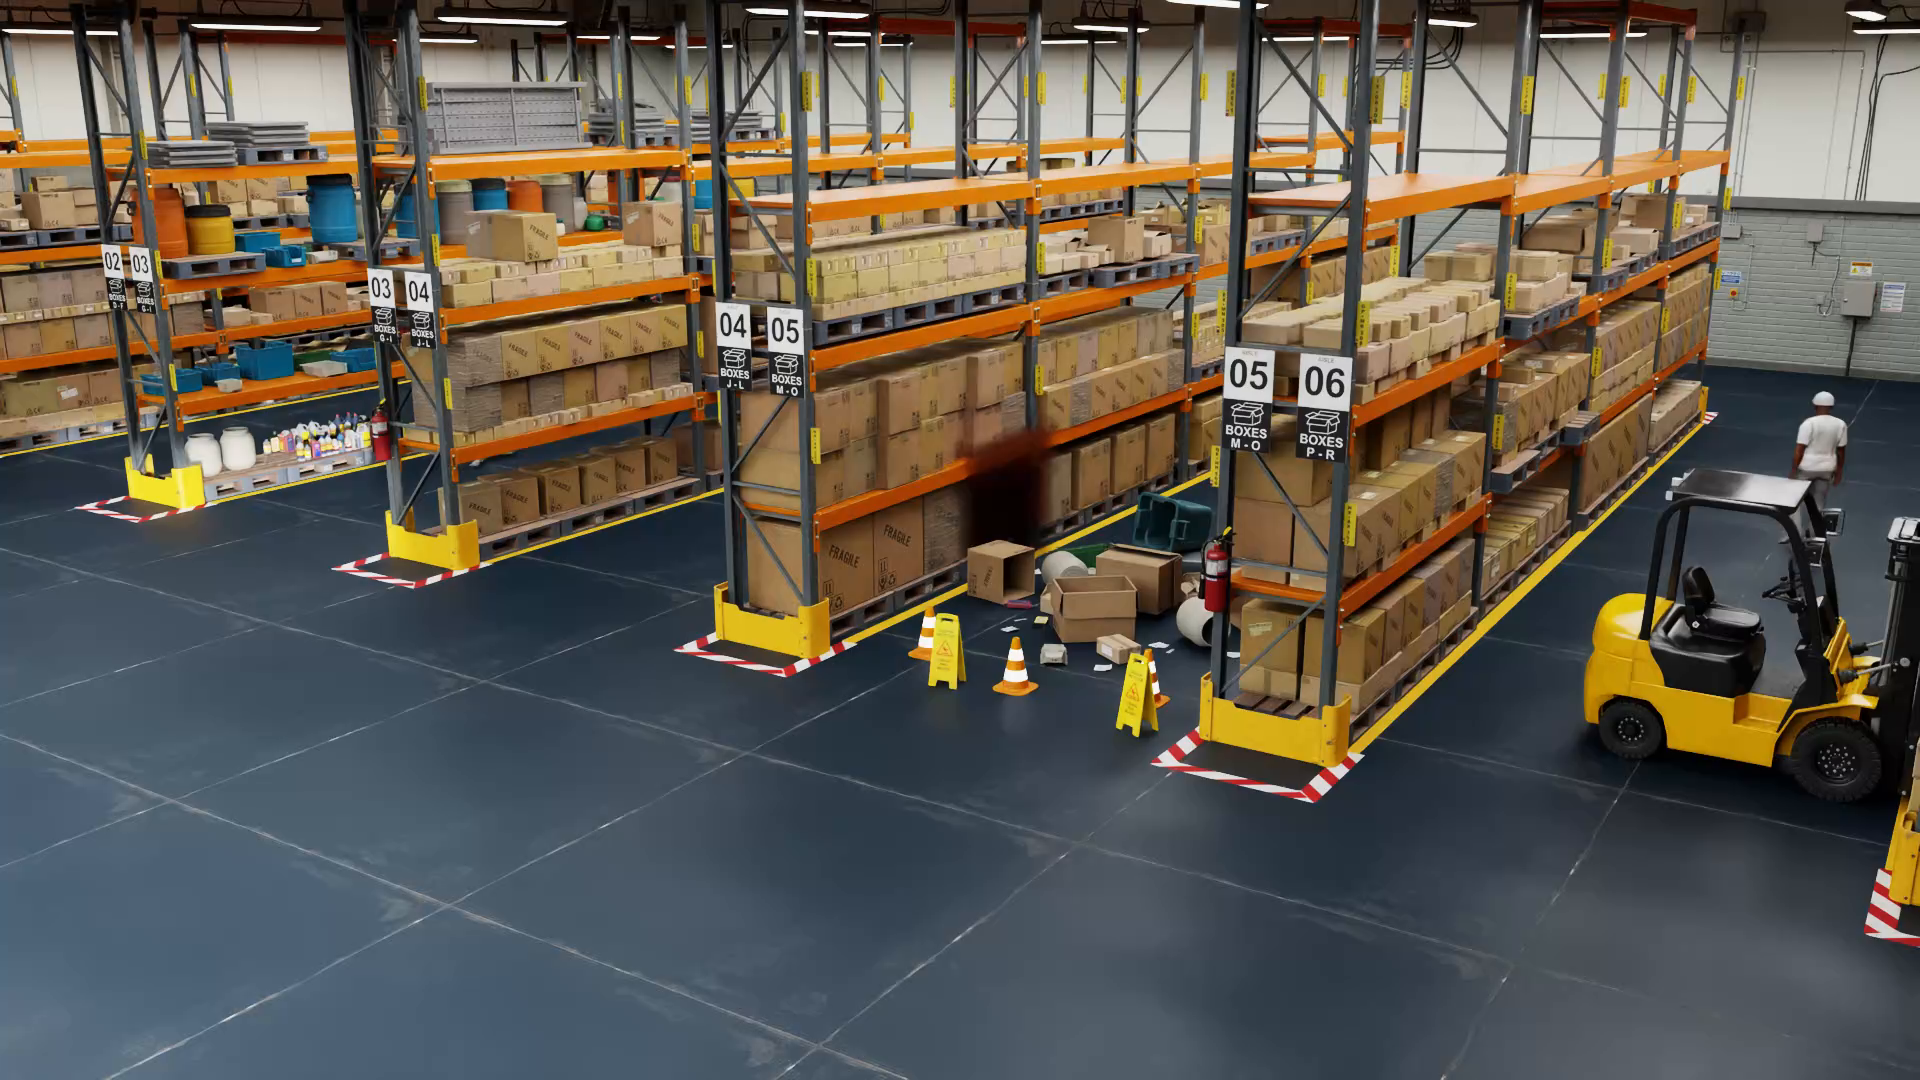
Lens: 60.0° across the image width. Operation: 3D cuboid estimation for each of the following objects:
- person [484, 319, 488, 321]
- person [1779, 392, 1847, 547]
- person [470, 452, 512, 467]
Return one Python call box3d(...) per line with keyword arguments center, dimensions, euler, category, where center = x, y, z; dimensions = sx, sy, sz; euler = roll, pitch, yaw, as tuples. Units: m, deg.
box3d(center=(-8.539, -3.610, 29.276), dimensions=(0.530, 1.571, 0.685), euler=(14, 21, 40), category="person")
box3d(center=(9.656, -0.785, 18.790), dimensions=(0.612, 1.785, 0.407), euler=(0, 16, 0), category="person")
box3d(center=(-6.479, -1.911, 22.963), dimensions=(0.577, 1.636, 0.959), euler=(2, 16, 7), category="person")
